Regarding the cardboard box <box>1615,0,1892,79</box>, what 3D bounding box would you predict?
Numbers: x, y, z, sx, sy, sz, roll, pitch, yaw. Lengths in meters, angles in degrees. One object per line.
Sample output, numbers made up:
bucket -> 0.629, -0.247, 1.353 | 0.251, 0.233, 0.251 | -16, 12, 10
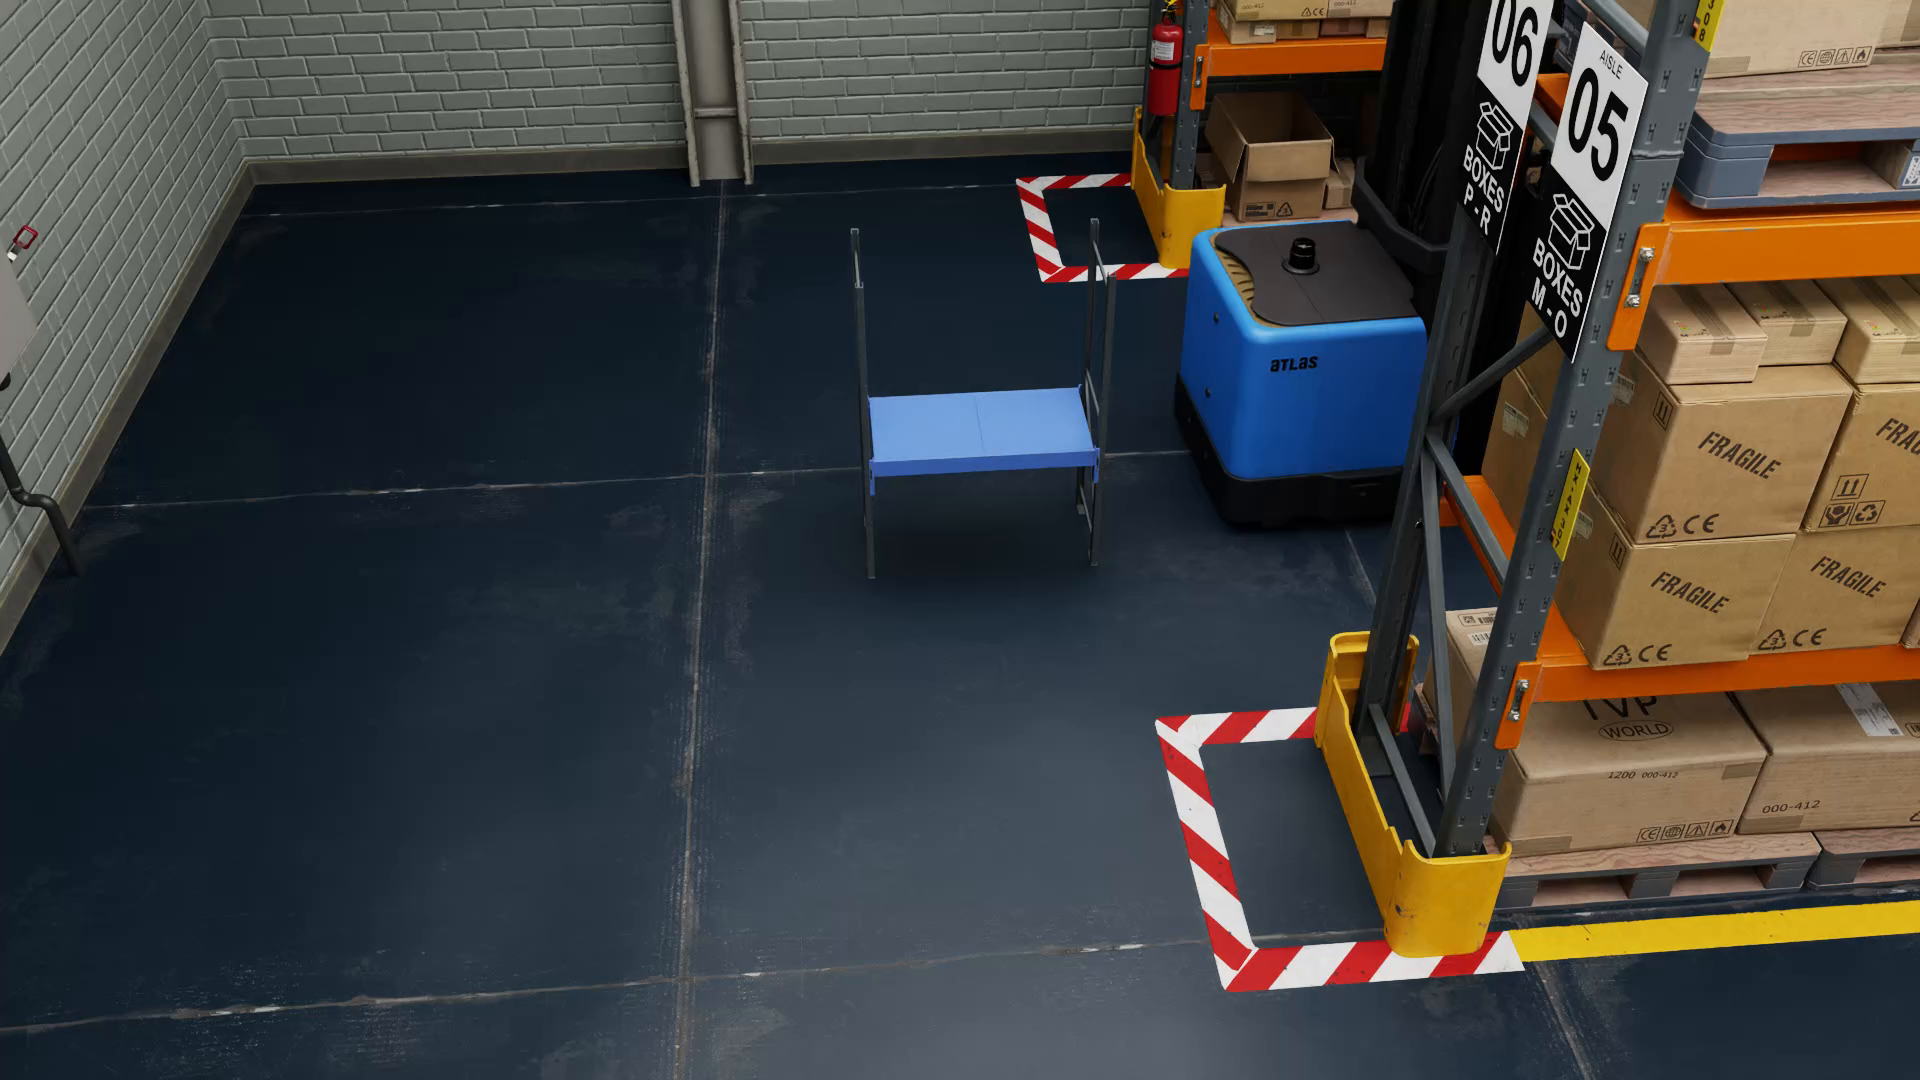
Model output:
cardboard box -> 2.114, -1.471, 4.473 | 0.500, 0.250, 0.500 | -6, 39, -8

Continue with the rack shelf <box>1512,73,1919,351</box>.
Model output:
rack shelf -> 3.666, -1.073, 4.848 | 4.000, 0.370, 1.077 | -3, 38, -4

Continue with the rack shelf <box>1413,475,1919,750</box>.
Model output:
rack shelf -> 3.666, 0.104, 5.777 | 4.000, 0.370, 1.077 | -3, 38, -4

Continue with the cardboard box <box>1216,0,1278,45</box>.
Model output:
cardboard box -> 1.583, -2.881, 9.182 | 0.250, 0.149, 0.380 | -3, 38, -4

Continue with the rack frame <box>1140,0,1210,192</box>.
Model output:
rack frame -> 1.231, -3.131, 9.296 | 0.127, 3.000, 1.000 | -3, 38, -4

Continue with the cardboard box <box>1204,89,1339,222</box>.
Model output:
cardboard box -> 1.848, -2.291, 9.908 | 0.637, 0.503, 0.797 | -5, 39, -6

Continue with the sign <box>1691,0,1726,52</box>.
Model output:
sign -> 1.717, -1.277, 3.756 | 0.005, 0.325, 0.100 | -3, 38, -4

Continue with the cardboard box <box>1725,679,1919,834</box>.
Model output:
cardboard box -> 3.234, 0.619, 6.273 | 0.875, 0.438, 0.875 | -2, 38, -3

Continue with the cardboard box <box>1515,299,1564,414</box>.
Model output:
cardboard box -> 2.133, -0.673, 5.294 | 0.500, 0.500, 0.500 | -2, 38, -2

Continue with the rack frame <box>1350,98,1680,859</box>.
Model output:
rack frame -> 1.674, -0.068, 5.415 | 0.127, 3.000, 1.000 | -3, 38, -4

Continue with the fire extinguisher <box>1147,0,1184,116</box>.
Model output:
fire extinguisher -> 1.125, -2.661, 9.064 | 0.183, 0.674, 0.296 | -3, 38, -4

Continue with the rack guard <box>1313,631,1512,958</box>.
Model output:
rack guard -> 1.650, 0.914, 6.188 | 0.348, 0.500, 1.175 | -3, 38, -4

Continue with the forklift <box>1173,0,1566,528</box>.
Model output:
forklift -> 2.648, -1.627, 7.445 | 3.031, 2.935, 1.130 | -5, 39, -7

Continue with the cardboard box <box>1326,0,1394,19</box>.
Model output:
cardboard box -> 2.209, -3.075, 9.107 | 0.500, 0.250, 0.500 | -3, 38, -3

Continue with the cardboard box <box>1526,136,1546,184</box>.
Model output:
cardboard box -> 3.239, -2.279, 9.896 | 0.500, 0.500, 0.500 | -2, 38, -3

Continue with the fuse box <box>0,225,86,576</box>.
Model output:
fuse box -> -3.981, -0.543, 7.056 | 0.414, 1.711, 0.539 | -3, 38, -4

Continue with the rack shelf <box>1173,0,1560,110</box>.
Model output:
rack shelf -> 3.223, -2.958, 9.658 | 4.000, 0.370, 1.077 | -3, 38, -4

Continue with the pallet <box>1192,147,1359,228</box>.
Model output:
pallet -> 2.101, -2.084, 10.221 | 1.213, 0.211, 1.003 | -3, 38, -4

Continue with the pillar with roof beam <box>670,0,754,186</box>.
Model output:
pillar with roof beam -> -1.153, -3.238, 4.589 | 0.400, 9.000, 9.100 | -3, 38, -4

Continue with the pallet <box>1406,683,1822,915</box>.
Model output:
pallet -> 2.464, 0.934, 6.396 | 1.213, 0.211, 1.003 | -3, 38, -4

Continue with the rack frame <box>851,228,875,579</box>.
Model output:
rack frame -> -0.421, -0.566, 7.256 | 0.032, 1.500, 0.500 | -3, 38, -4

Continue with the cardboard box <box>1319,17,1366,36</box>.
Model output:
cardboard box -> 2.090, -2.959, 9.282 | 0.250, 0.149, 0.380 | -4, 38, -5

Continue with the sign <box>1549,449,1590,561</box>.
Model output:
sign -> 1.717, -0.096, 4.688 | 0.005, 0.325, 0.100 | -3, 38, -4

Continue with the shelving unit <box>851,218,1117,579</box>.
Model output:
shelving unit -> 0.085, -0.593, 7.291 | 1.048, 1.500, 0.538 | -3, 38, -4

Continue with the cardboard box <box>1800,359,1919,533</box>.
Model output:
cardboard box -> 2.692, -0.383, 4.926 | 0.500, 0.500, 0.500 | -4, 38, -5

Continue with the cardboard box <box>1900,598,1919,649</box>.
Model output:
cardboard box -> 3.187, -0.018, 5.271 | 0.500, 0.500, 0.500 | -3, 38, -4

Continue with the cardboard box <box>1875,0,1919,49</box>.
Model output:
cardboard box -> 2.525, -1.504, 4.596 | 0.250, 0.149, 0.380 | -6, 39, -7

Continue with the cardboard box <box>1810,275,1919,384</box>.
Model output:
cardboard box -> 2.576, -0.605, 4.684 | 0.250, 0.149, 0.380 | -2, 38, -3

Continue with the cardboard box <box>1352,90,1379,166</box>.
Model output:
cardboard box -> 2.703, -2.312, 9.938 | 0.500, 0.500, 0.700 | -2, 38, -2

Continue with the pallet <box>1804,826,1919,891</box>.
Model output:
pallet -> 3.676, 0.869, 6.478 | 1.213, 0.211, 1.003 | -3, 38, -4

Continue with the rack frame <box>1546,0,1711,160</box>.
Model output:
rack frame -> 1.674, -2.423, 3.557 | 0.127, 3.000, 1.000 | -3, 38, -4

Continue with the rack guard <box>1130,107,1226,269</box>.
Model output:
rack guard -> 1.306, -2.153, 10.076 | 0.348, 0.500, 1.175 | -3, 38, -4

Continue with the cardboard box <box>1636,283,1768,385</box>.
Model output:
cardboard box -> 2.052, -0.603, 4.682 | 0.250, 0.149, 0.380 | -2, 38, -3

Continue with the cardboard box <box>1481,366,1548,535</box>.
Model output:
cardboard box -> 2.131, -0.297, 5.624 | 0.500, 0.500, 0.500 | -3, 38, -4

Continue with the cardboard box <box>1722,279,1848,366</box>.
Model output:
cardboard box -> 2.307, -0.662, 4.755 | 0.250, 0.149, 0.380 | -2, 38, -3

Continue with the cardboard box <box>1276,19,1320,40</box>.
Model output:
cardboard box -> 1.832, -2.923, 9.236 | 0.250, 0.149, 0.380 | -2, 38, -3

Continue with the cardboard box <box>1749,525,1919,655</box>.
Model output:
cardboard box -> 2.679, -0.002, 5.250 | 0.500, 0.500, 0.500 | -4, 38, -5

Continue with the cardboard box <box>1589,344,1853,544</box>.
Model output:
cardboard box -> 2.177, -0.351, 4.885 | 0.500, 0.500, 0.500 | -4, 38, -5

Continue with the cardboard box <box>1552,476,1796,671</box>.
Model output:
cardboard box -> 2.178, 0.043, 5.193 | 0.500, 0.500, 0.500 | -3, 38, -4

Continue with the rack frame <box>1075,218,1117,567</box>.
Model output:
rack frame -> 0.591, -0.621, 7.327 | 0.032, 1.500, 0.500 | -3, 38, -4

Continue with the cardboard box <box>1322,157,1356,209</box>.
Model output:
cardboard box -> 2.275, -2.151, 10.017 | 0.250, 0.149, 0.380 | -5, 39, -6

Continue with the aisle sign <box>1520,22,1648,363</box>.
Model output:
aisle sign -> 1.628, -0.906, 4.378 | 0.004, 0.787, 0.394 | -3, 38, -4

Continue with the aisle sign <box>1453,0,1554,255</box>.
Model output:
aisle sign -> 1.575, -1.276, 4.847 | 0.004, 0.787, 0.394 | -3, 38, -4

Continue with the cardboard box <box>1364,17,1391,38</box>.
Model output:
cardboard box -> 2.348, -2.935, 9.251 | 0.250, 0.149, 0.380 | -2, 38, -3

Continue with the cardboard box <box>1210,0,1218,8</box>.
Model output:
cardboard box -> 1.537, -3.216, 9.607 | 0.250, 0.149, 0.380 | -4, 38, -4

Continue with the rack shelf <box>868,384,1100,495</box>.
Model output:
rack shelf -> 0.085, -0.452, 7.403 | 1.000, 0.185, 0.538 | -3, 38, -4

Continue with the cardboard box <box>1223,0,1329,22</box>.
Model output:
cardboard box -> 1.707, -3.047, 9.071 | 0.500, 0.250, 0.500 | -3, 38, -4

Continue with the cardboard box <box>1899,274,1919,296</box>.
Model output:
cardboard box -> 2.837, -0.631, 4.716 | 0.250, 0.149, 0.380 | -4, 38, -5

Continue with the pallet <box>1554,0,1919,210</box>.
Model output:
pallet -> 2.412, -1.258, 4.573 | 1.213, 0.211, 1.003 | -3, 38, -4

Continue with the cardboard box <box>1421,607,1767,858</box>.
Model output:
cardboard box -> 2.323, 0.675, 6.203 | 0.875, 0.438, 0.875 | -4, 38, -6
